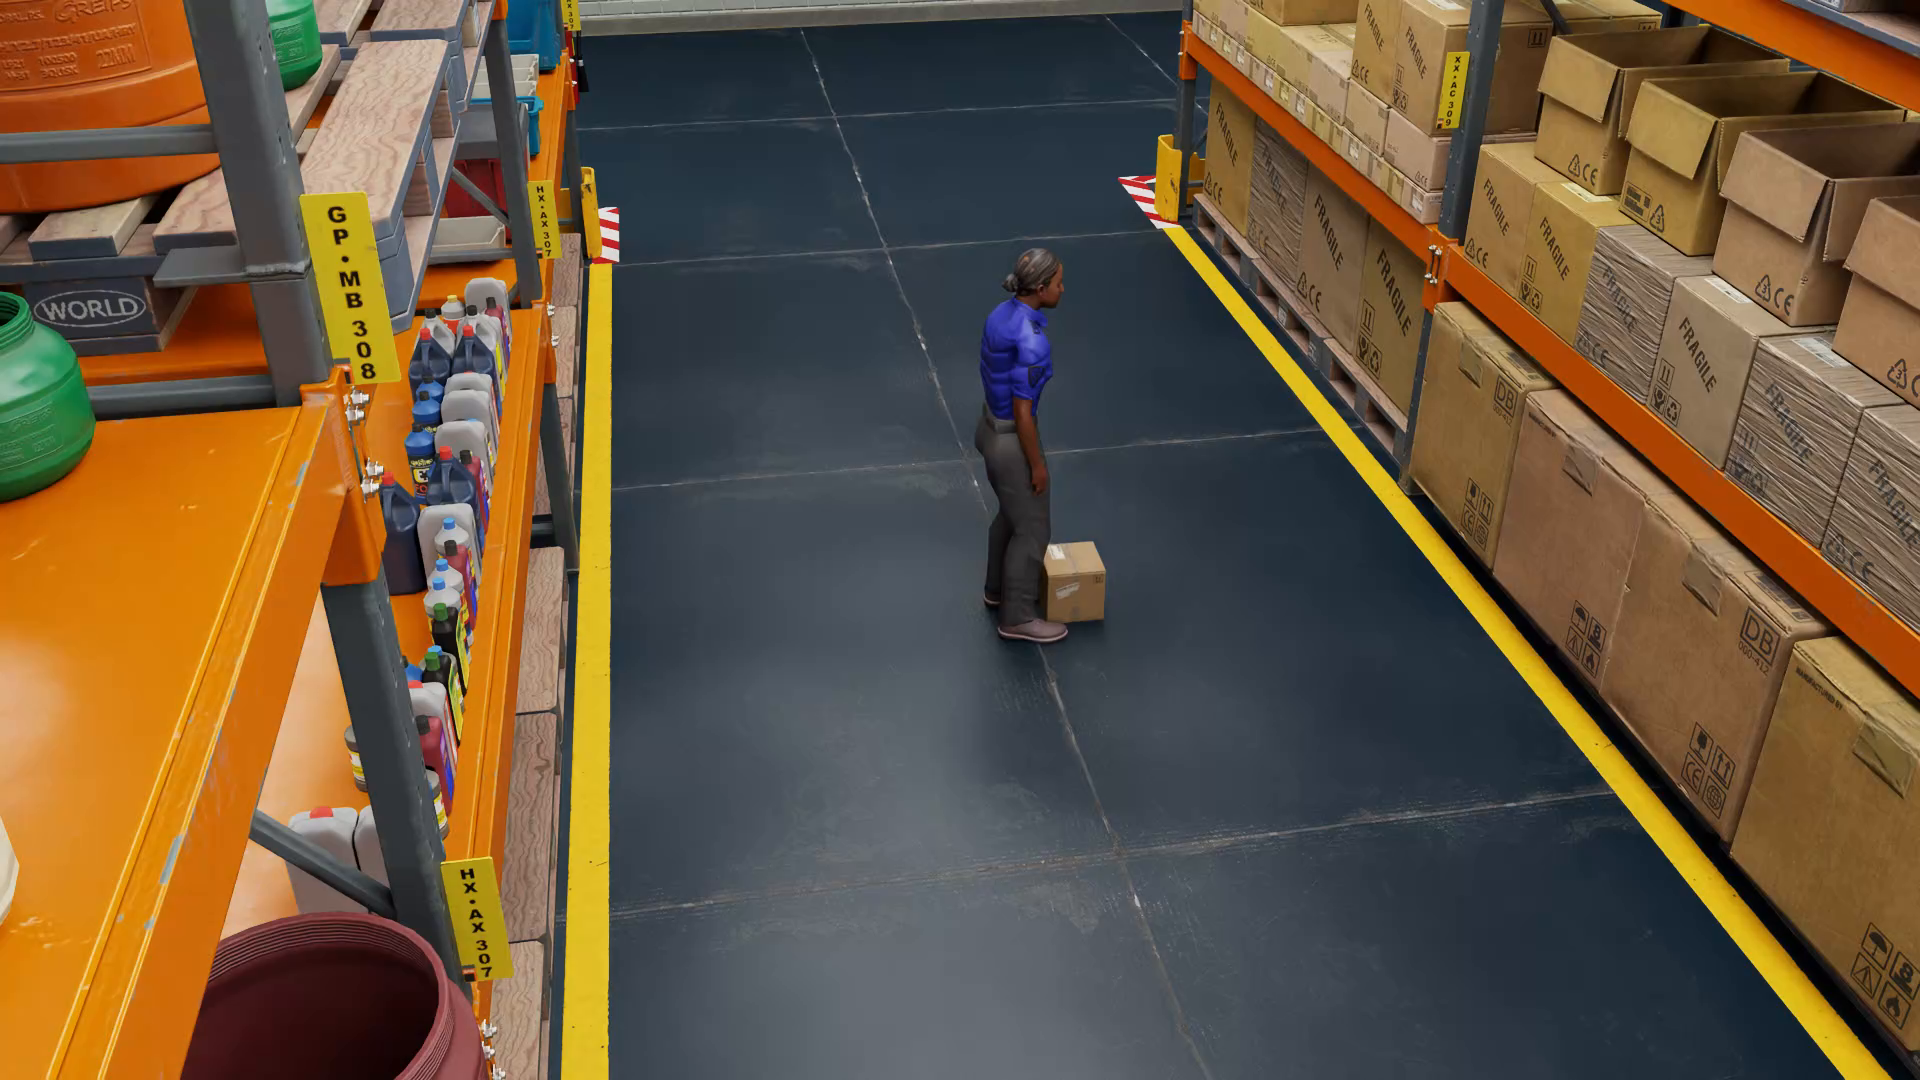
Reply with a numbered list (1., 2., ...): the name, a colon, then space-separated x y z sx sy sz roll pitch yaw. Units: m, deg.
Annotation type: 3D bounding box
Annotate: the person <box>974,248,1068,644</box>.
1. person: 0.248 -0.389 6.789 0.349 1.653 0.518 -7 32 -11
